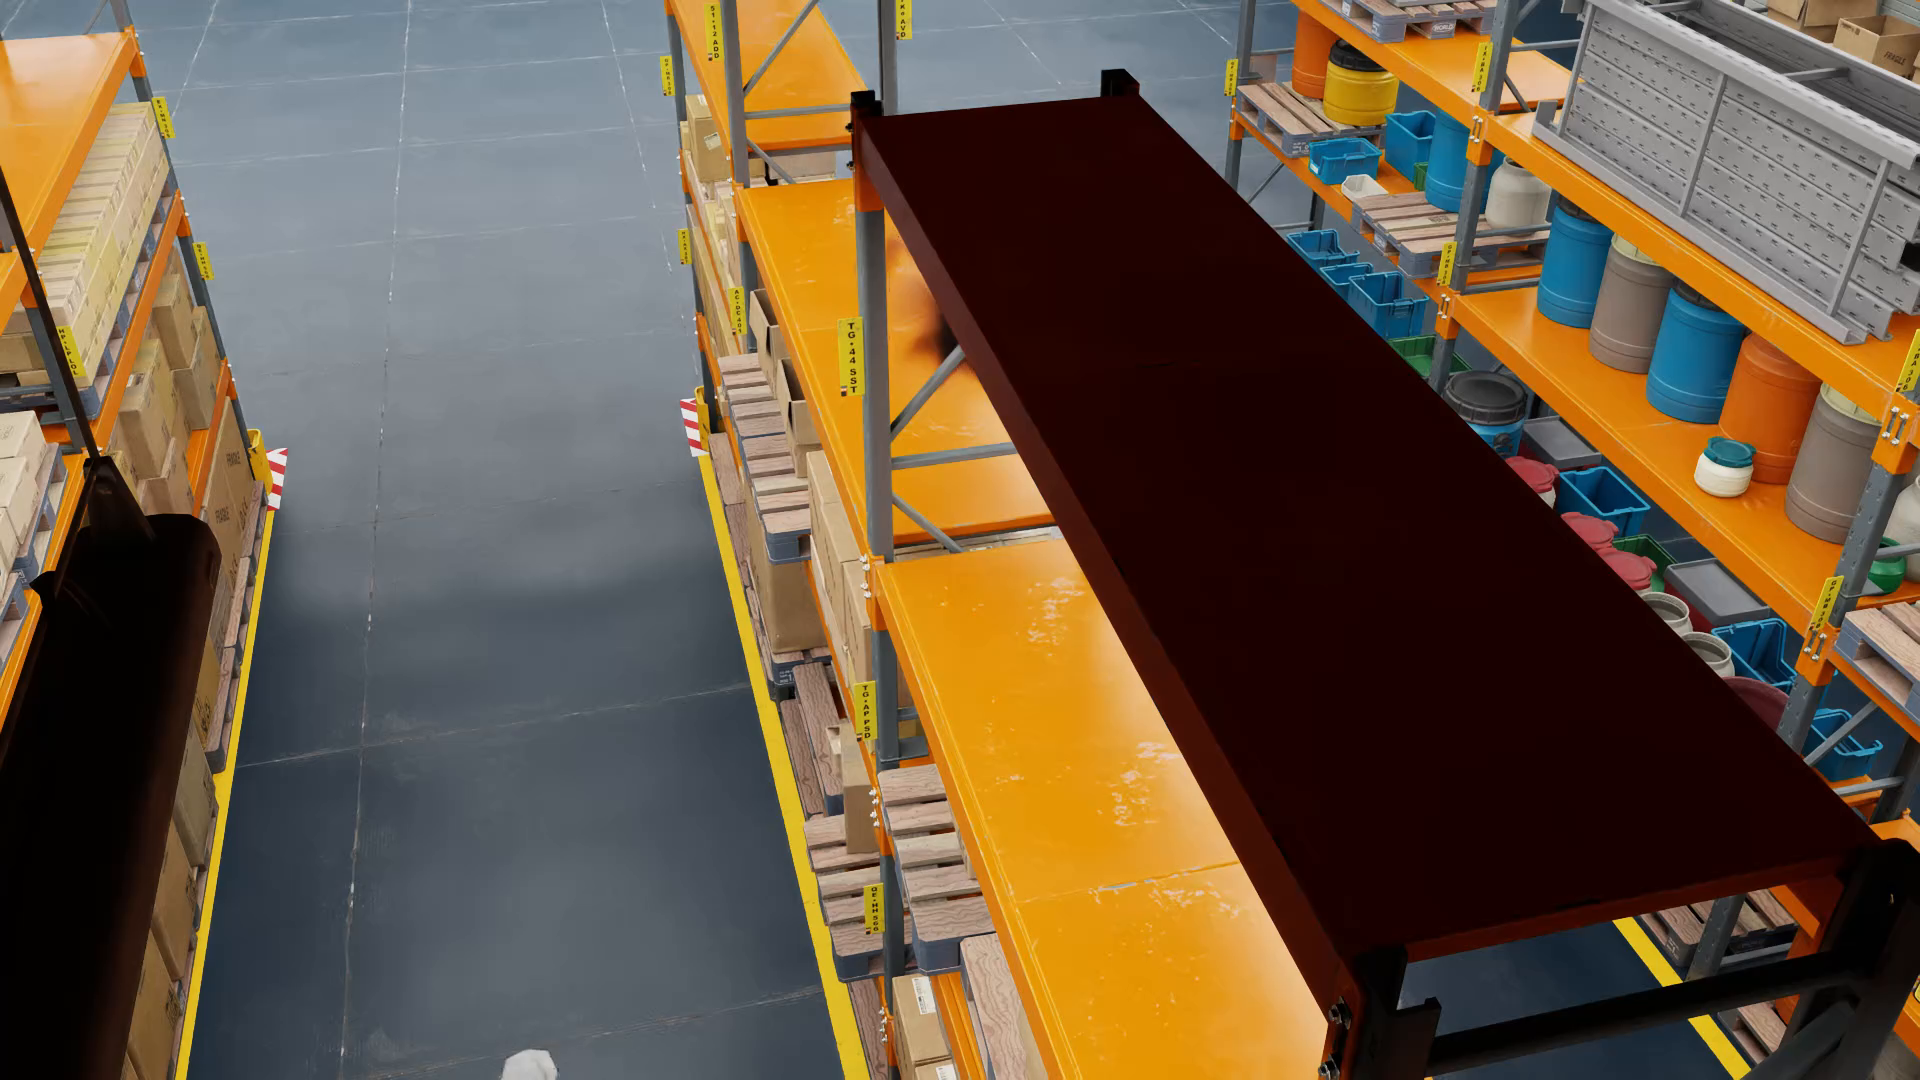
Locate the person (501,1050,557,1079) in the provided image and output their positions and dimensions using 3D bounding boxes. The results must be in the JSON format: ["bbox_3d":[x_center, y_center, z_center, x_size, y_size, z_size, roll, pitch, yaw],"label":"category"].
[{"bbox_3d":[-1.961,3.128,8.018,0.558,1.741,0.860,-9,35,-13],"label":"person"}]

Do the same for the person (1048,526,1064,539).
[{"bbox_3d":[0.652,0.322,12.109,0.659,1.725,0.590,-12,36,-17],"label":"person"}]
